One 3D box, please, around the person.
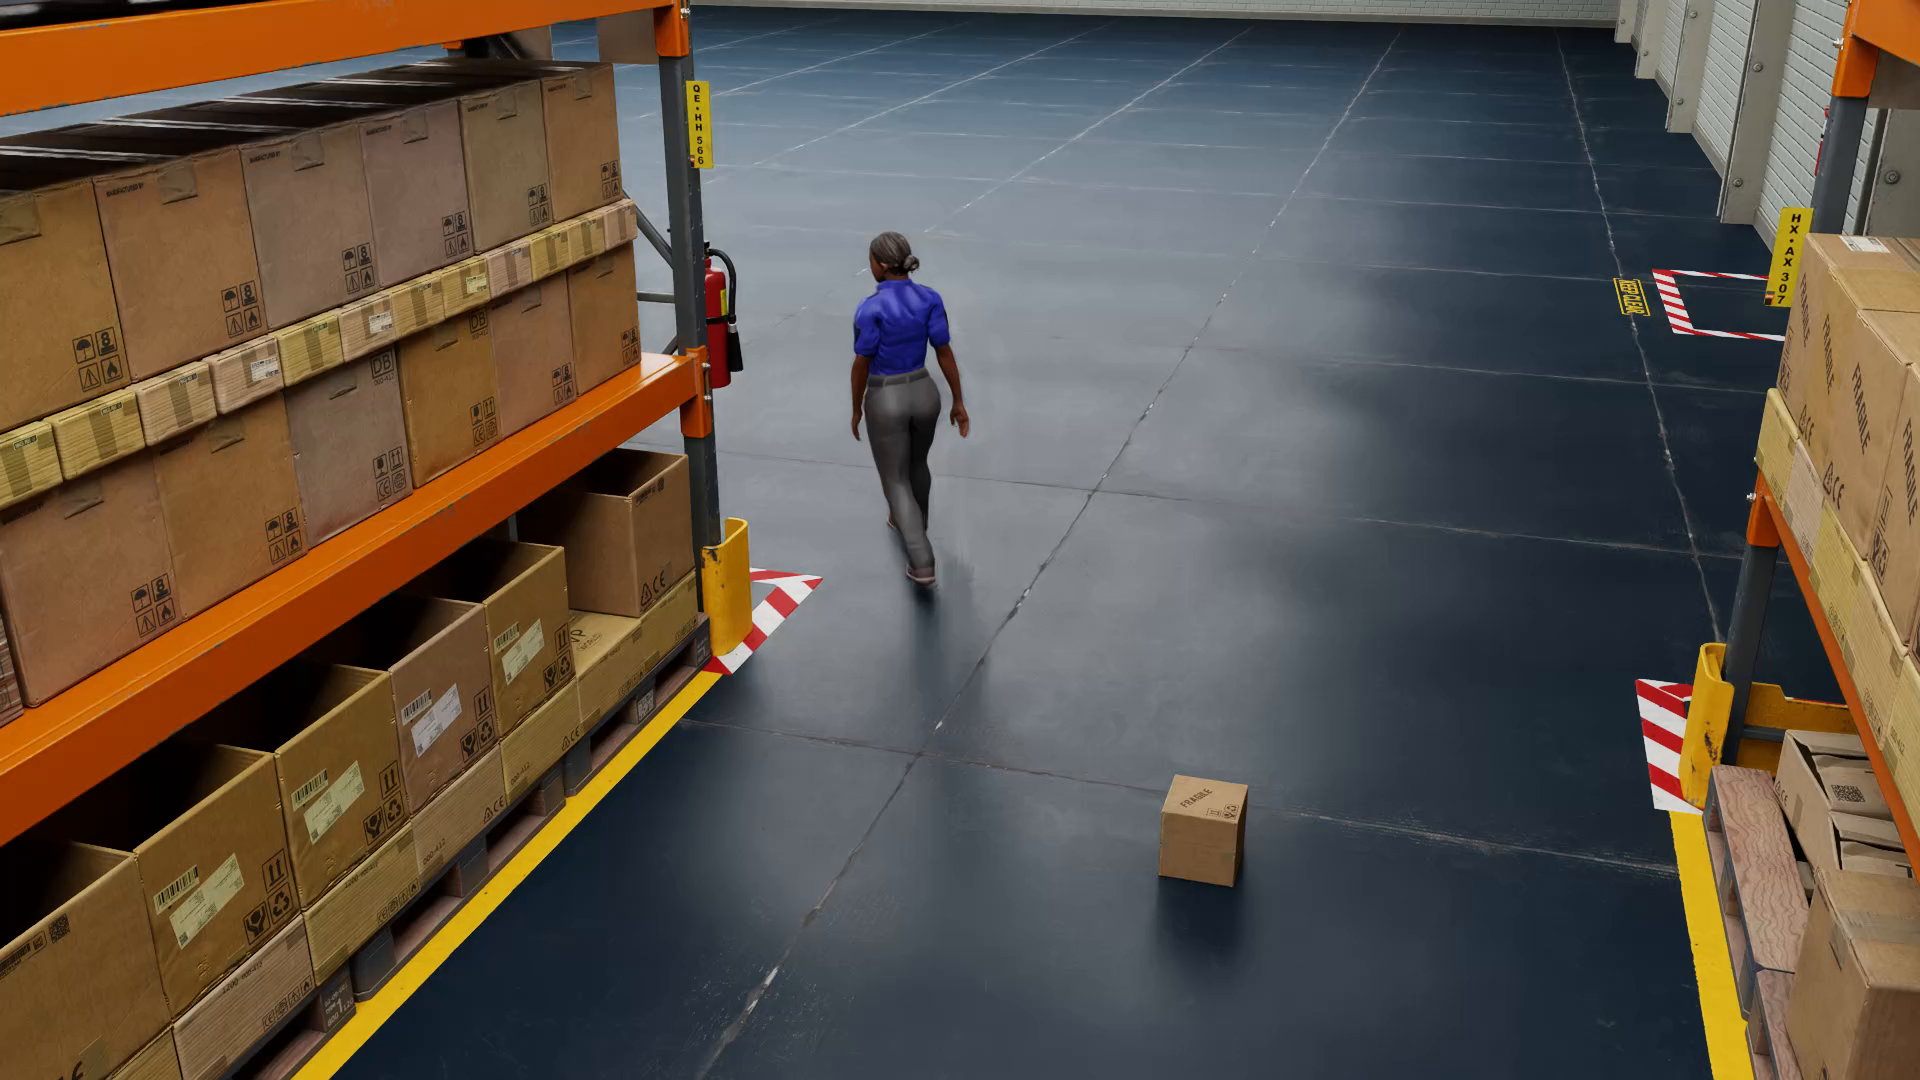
[{"bbox_3d":[-0.270,-0.648,7.690,0.528,1.599,0.894,-12,25,-27],"label":"person"}]
